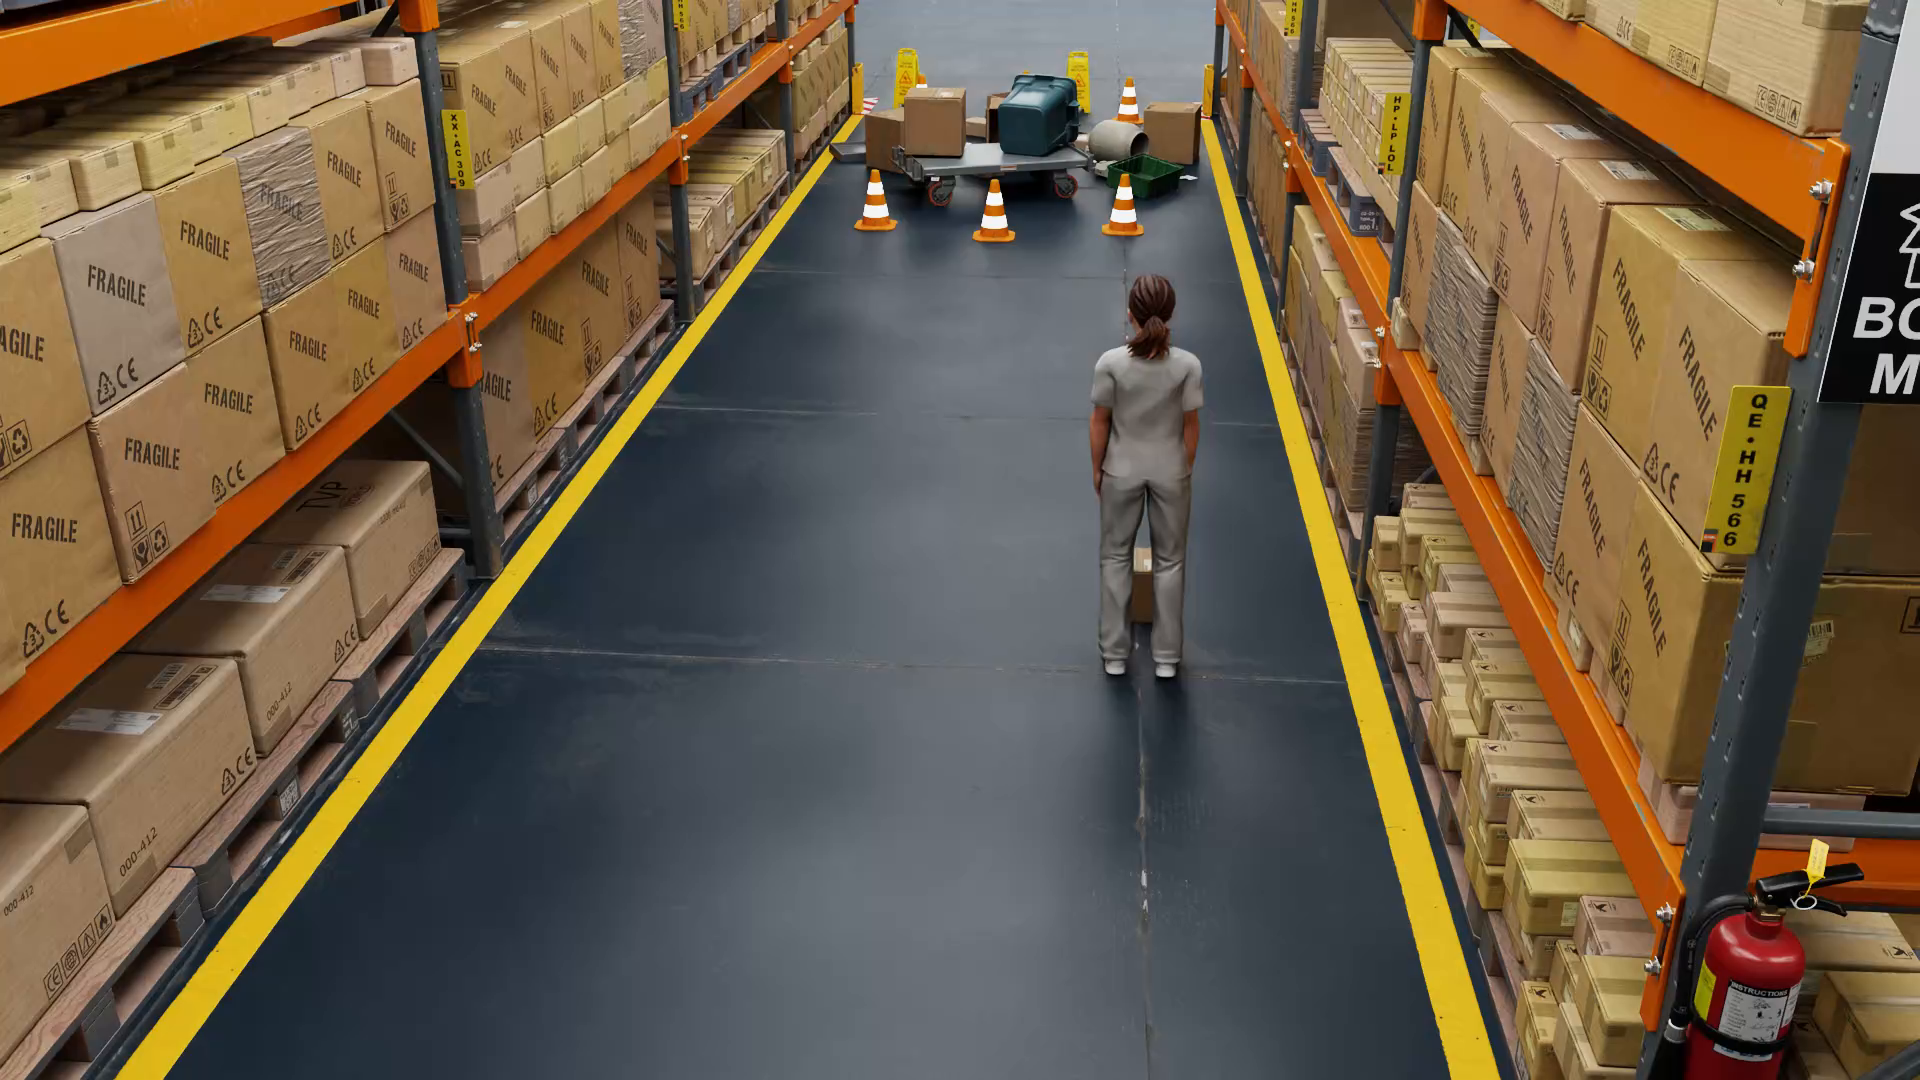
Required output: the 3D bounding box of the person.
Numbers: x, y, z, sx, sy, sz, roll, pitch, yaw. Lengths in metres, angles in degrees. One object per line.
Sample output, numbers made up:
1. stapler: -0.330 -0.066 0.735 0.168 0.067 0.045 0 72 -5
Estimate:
1. person: 0.729 -0.238 6.636 0.439 1.674 0.359 2 25 5
